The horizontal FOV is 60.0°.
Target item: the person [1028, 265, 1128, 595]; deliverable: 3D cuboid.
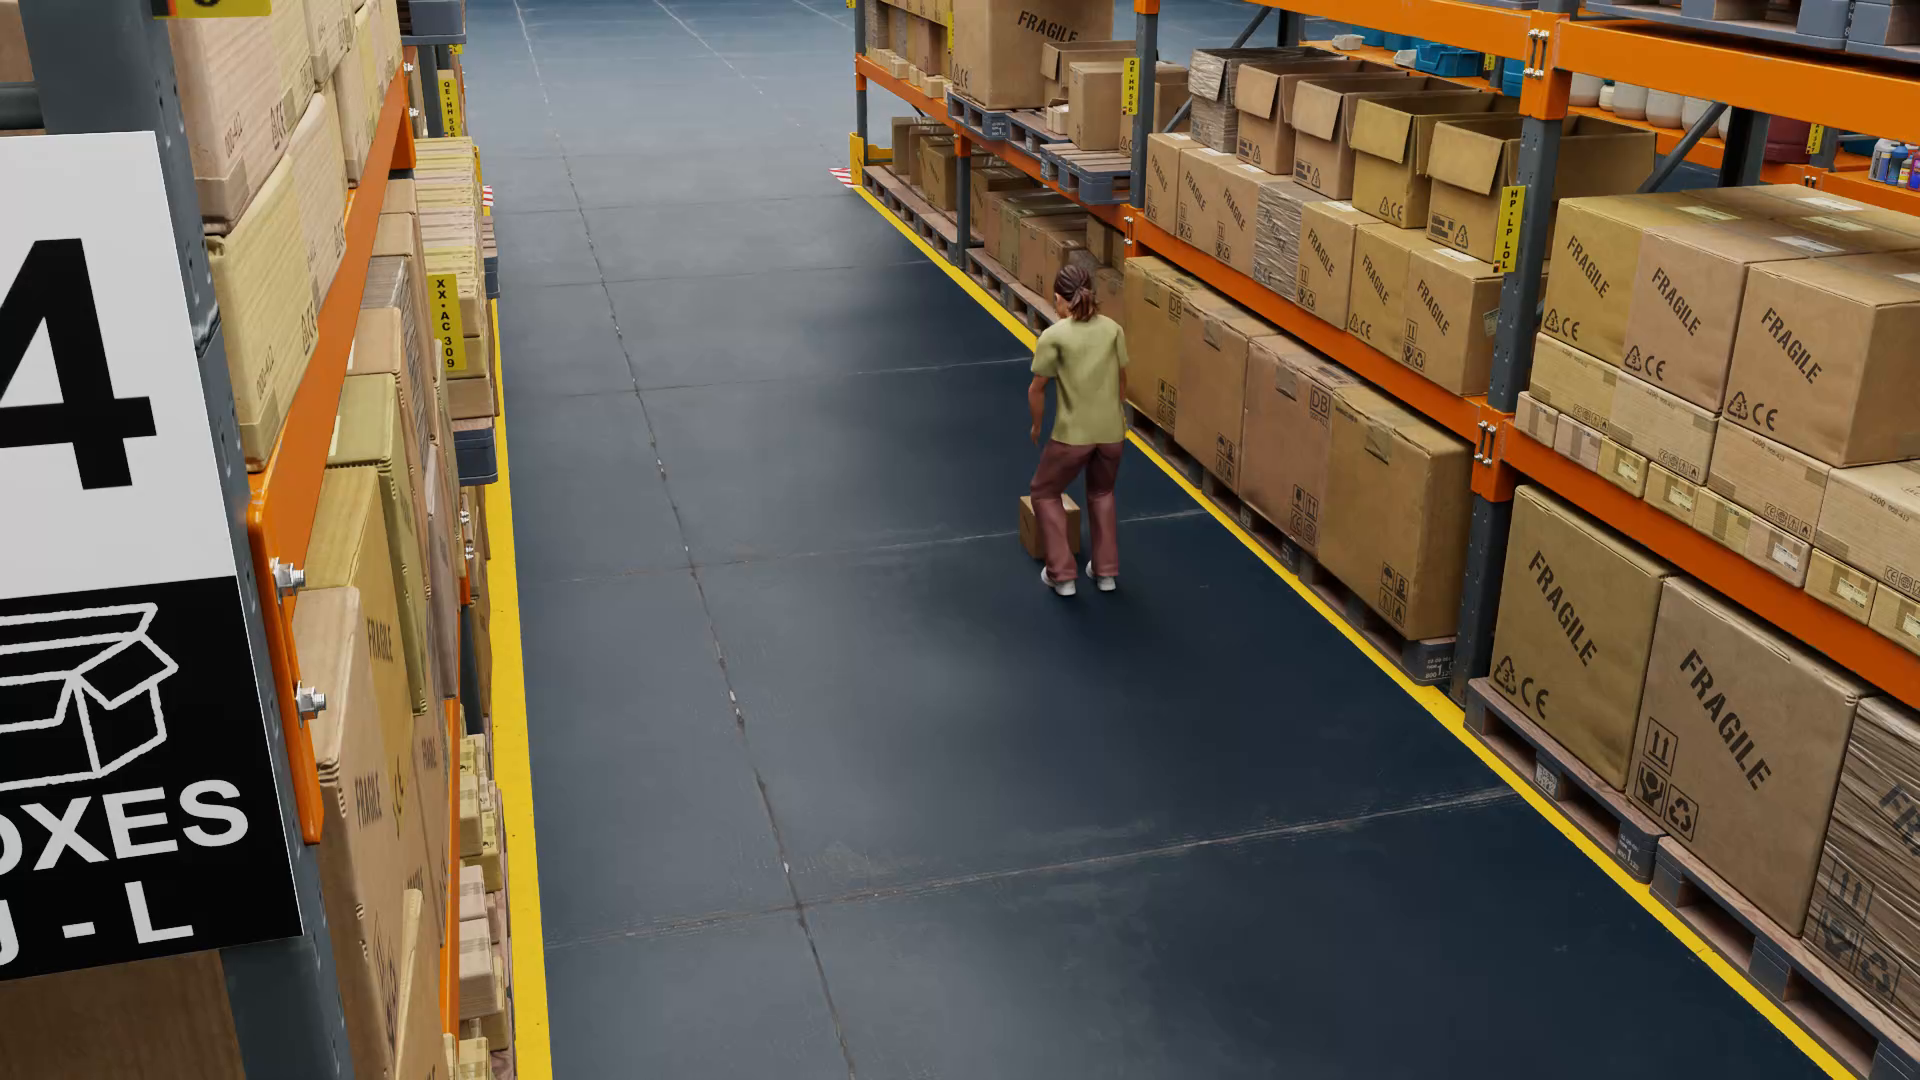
[{"bbox_3d":[0.556,-0.509,7.938,0.486,1.573,0.467,-6,24,-13],"label":"person"}]
